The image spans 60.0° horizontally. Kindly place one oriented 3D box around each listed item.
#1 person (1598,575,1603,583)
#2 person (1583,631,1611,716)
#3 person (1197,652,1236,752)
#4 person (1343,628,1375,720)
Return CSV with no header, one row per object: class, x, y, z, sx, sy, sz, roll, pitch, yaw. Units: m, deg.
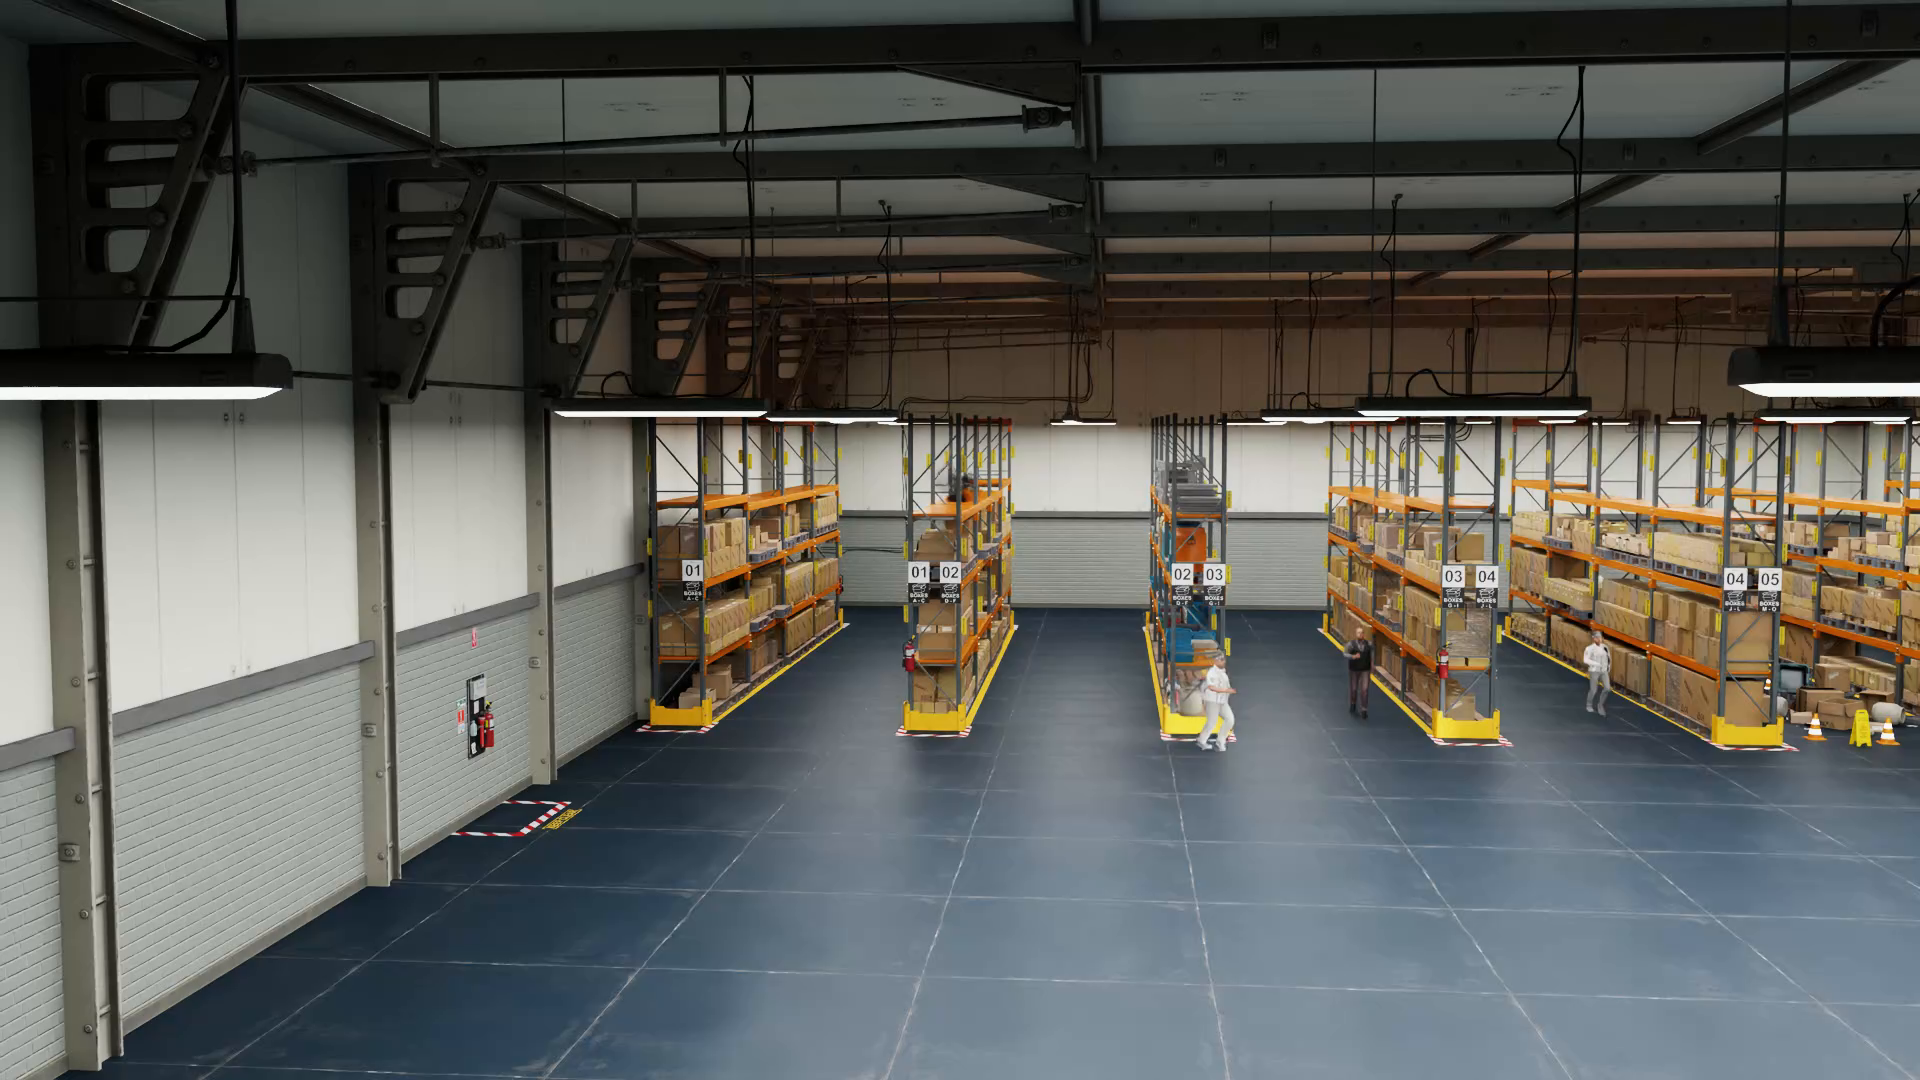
person,17.041,1.831,44.406,0.643,1.796,0.901,0,4,0
person,12.747,2.659,33.217,0.616,1.712,0.683,0,4,0
person,4.570,2.888,29.414,0.752,1.853,0.672,3,5,38
person,7.920,2.629,33.027,0.658,1.777,0.828,0,4,7
